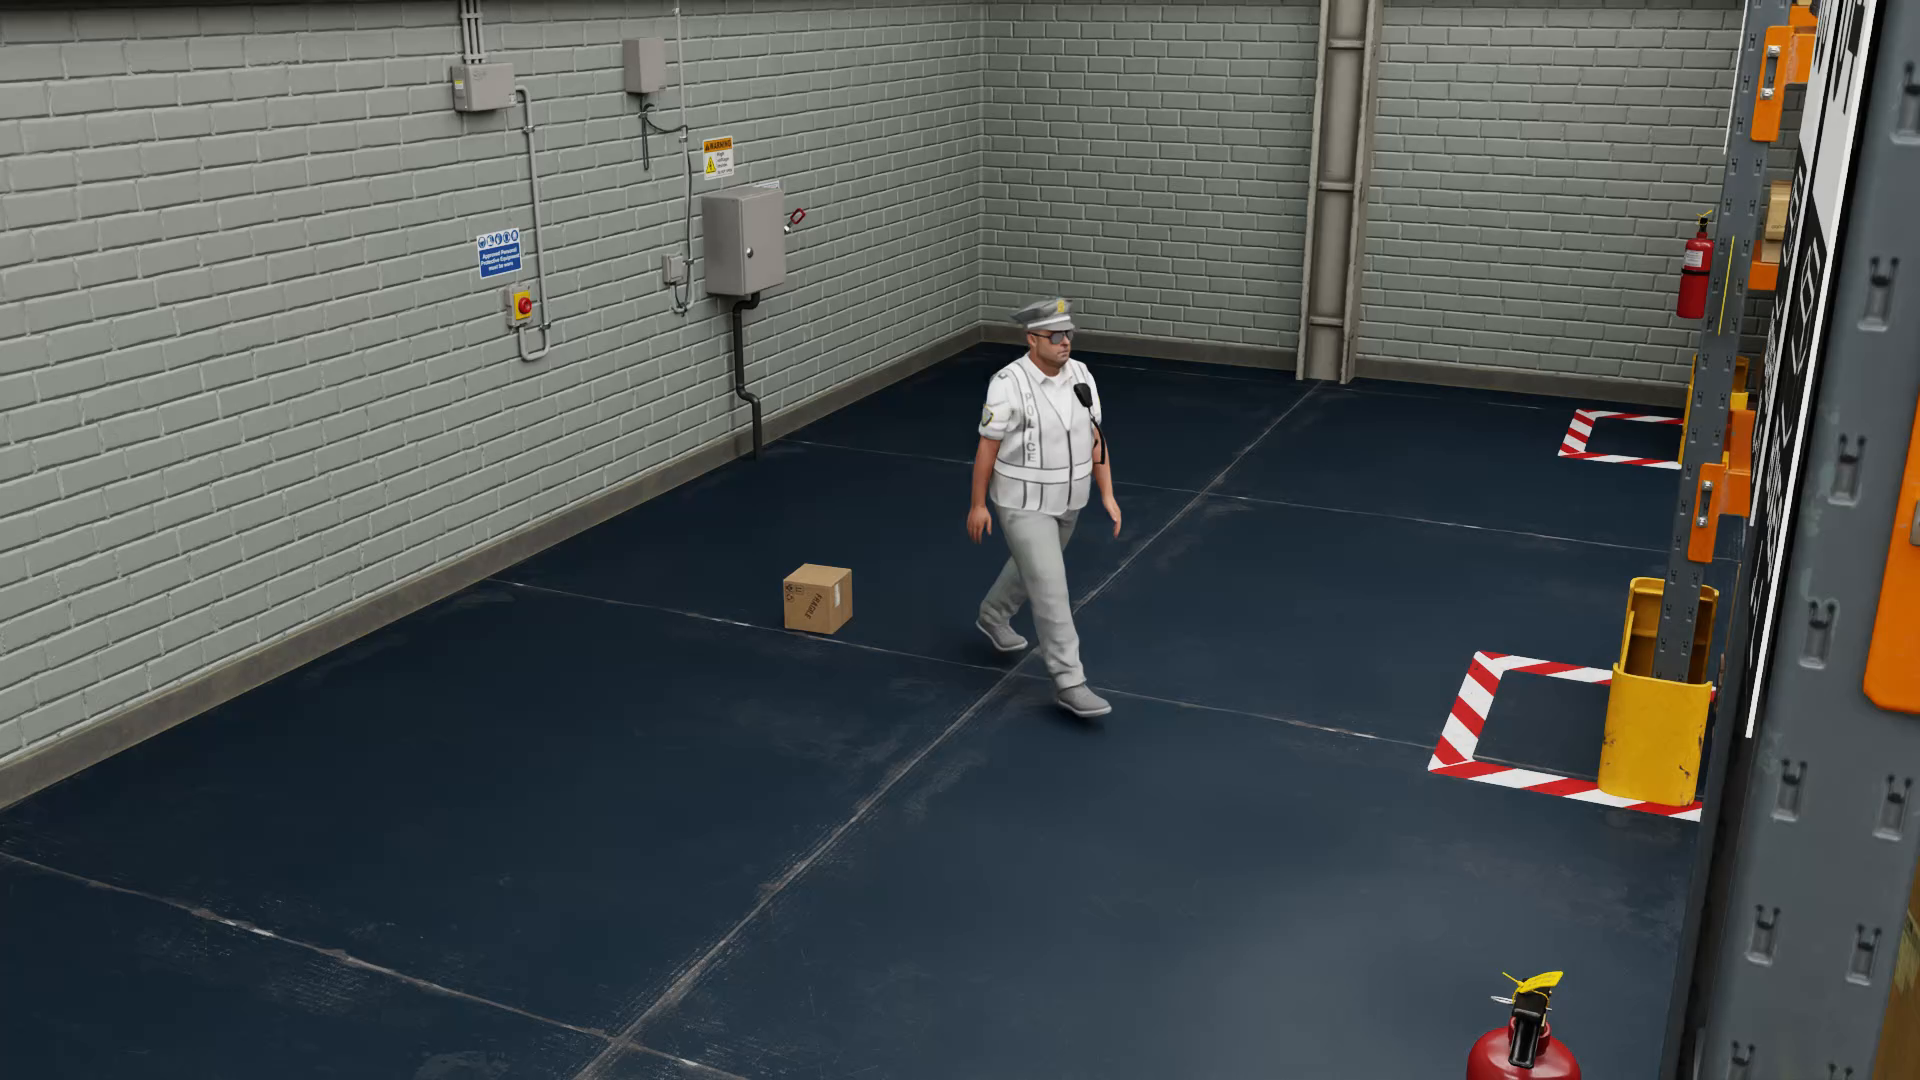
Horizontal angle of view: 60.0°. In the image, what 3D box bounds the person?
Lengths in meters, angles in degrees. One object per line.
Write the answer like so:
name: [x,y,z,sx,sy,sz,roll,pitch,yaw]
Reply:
person: [0.368,-0.188,7.090,0.565,1.725,1.068,-15,24,-36]
